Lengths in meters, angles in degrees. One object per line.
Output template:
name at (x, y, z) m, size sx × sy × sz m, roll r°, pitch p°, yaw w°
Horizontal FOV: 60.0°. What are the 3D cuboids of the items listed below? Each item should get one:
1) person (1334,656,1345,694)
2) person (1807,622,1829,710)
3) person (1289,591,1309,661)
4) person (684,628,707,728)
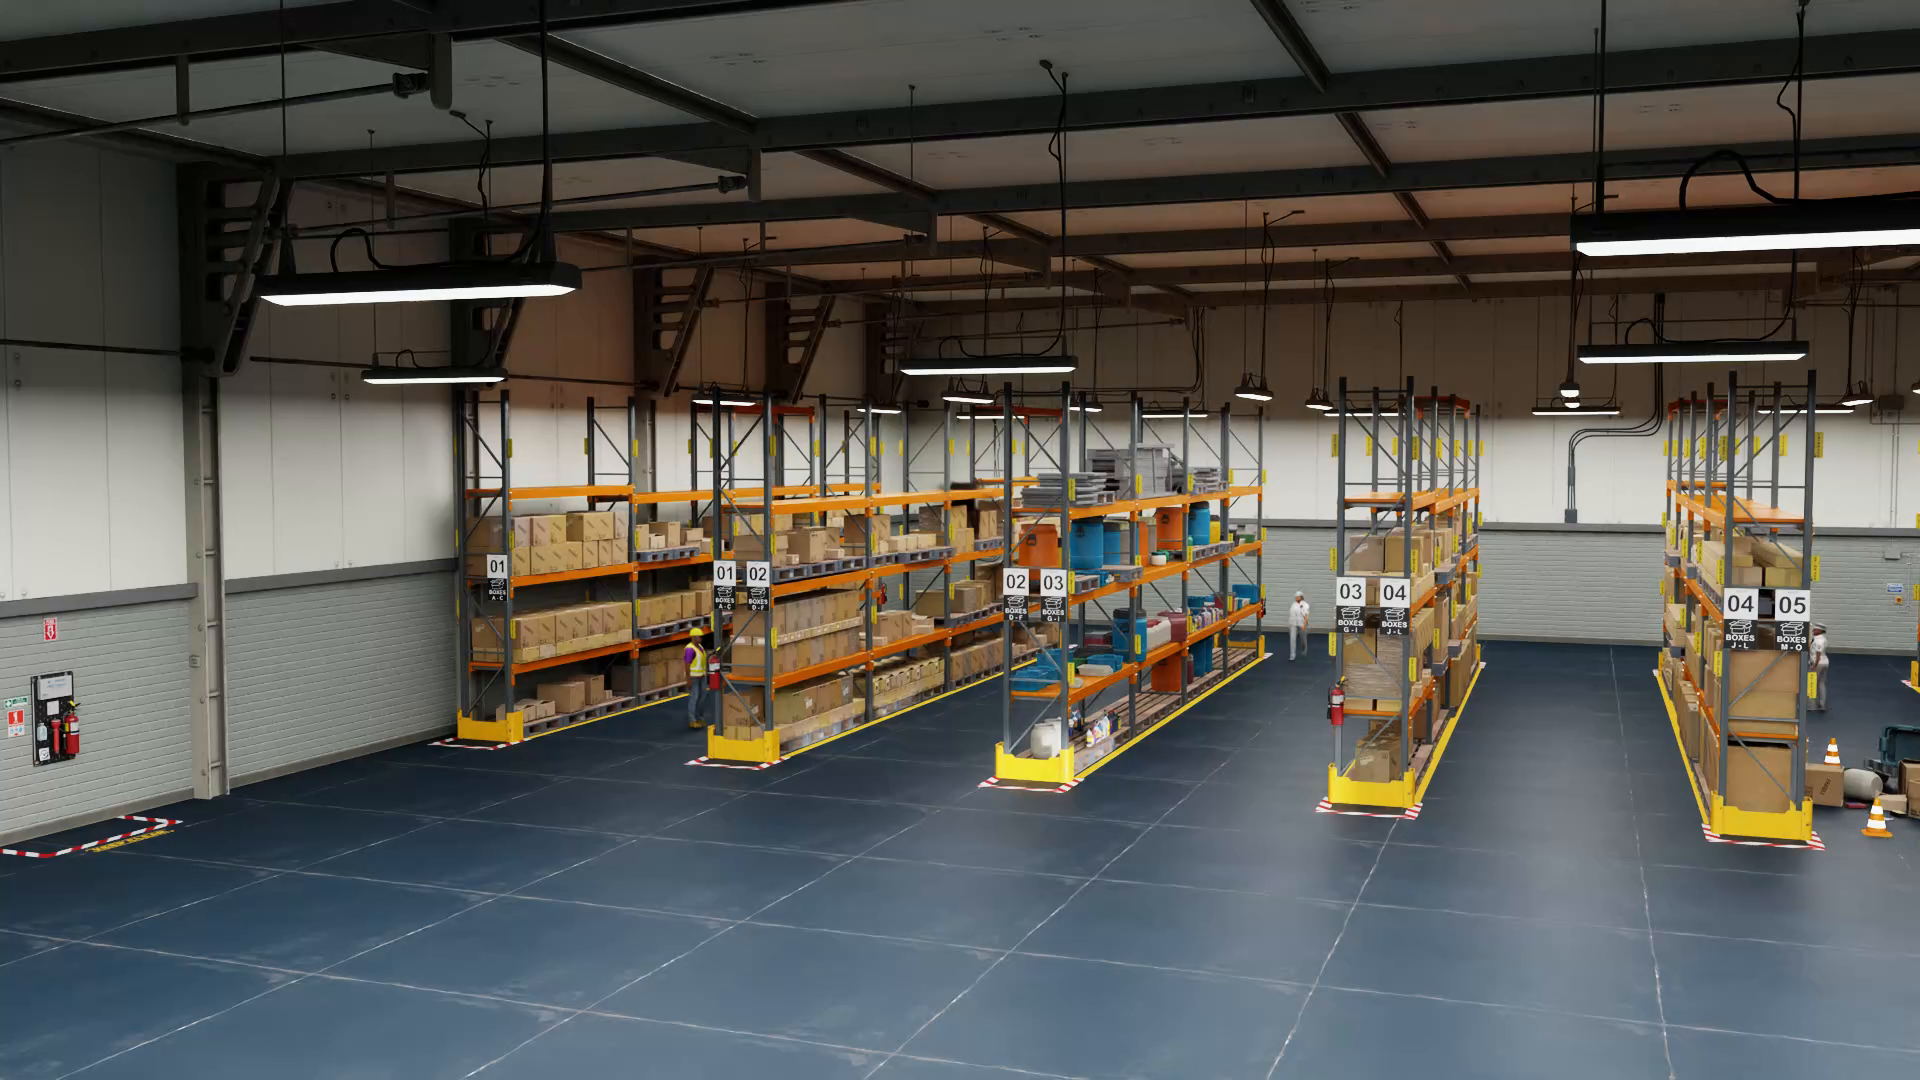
person at (7.814, 2.259, 33.896) m, size 0.574 × 1.789 × 0.592 m, roll -1°, pitch 3°, yaw -20°
person at (16.409, 2.417, 31.854) m, size 0.510 × 1.695 × 0.384 m, roll -2°, pitch 4°, yaw -36°
person at (8.020, 2.026, 39.364) m, size 0.471 × 1.605 × 0.932 m, roll 1°, pitch 3°, yaw 15°
person at (-4.744, 2.511, 29.949) m, size 0.377 × 1.849 × 0.648 m, roll 1°, pitch 3°, yaw 19°
